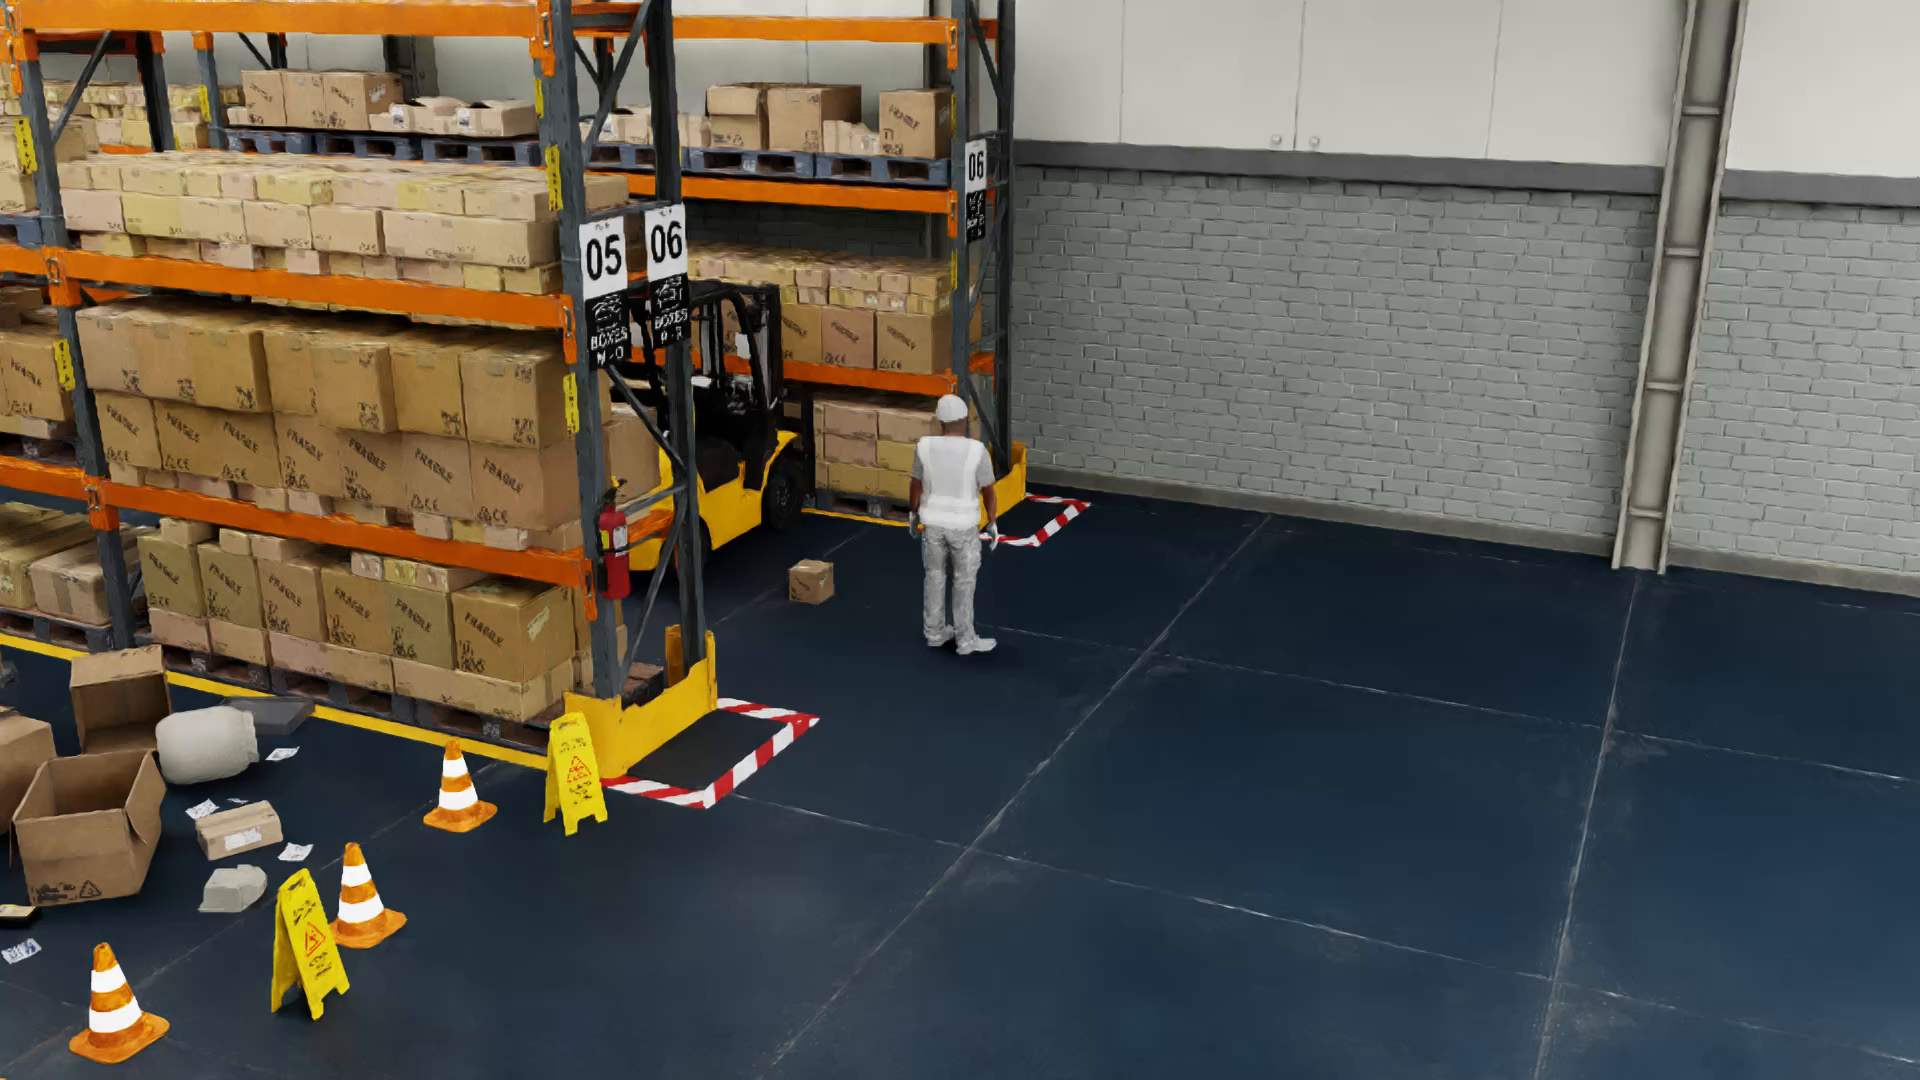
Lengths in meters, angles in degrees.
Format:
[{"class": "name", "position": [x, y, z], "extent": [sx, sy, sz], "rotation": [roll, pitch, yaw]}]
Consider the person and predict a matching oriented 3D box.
[{"class": "person", "position": [-0.046, -0.119, 11.290], "extent": [0.638, 1.792, 0.392], "rotation": [6, 20, 16]}]
